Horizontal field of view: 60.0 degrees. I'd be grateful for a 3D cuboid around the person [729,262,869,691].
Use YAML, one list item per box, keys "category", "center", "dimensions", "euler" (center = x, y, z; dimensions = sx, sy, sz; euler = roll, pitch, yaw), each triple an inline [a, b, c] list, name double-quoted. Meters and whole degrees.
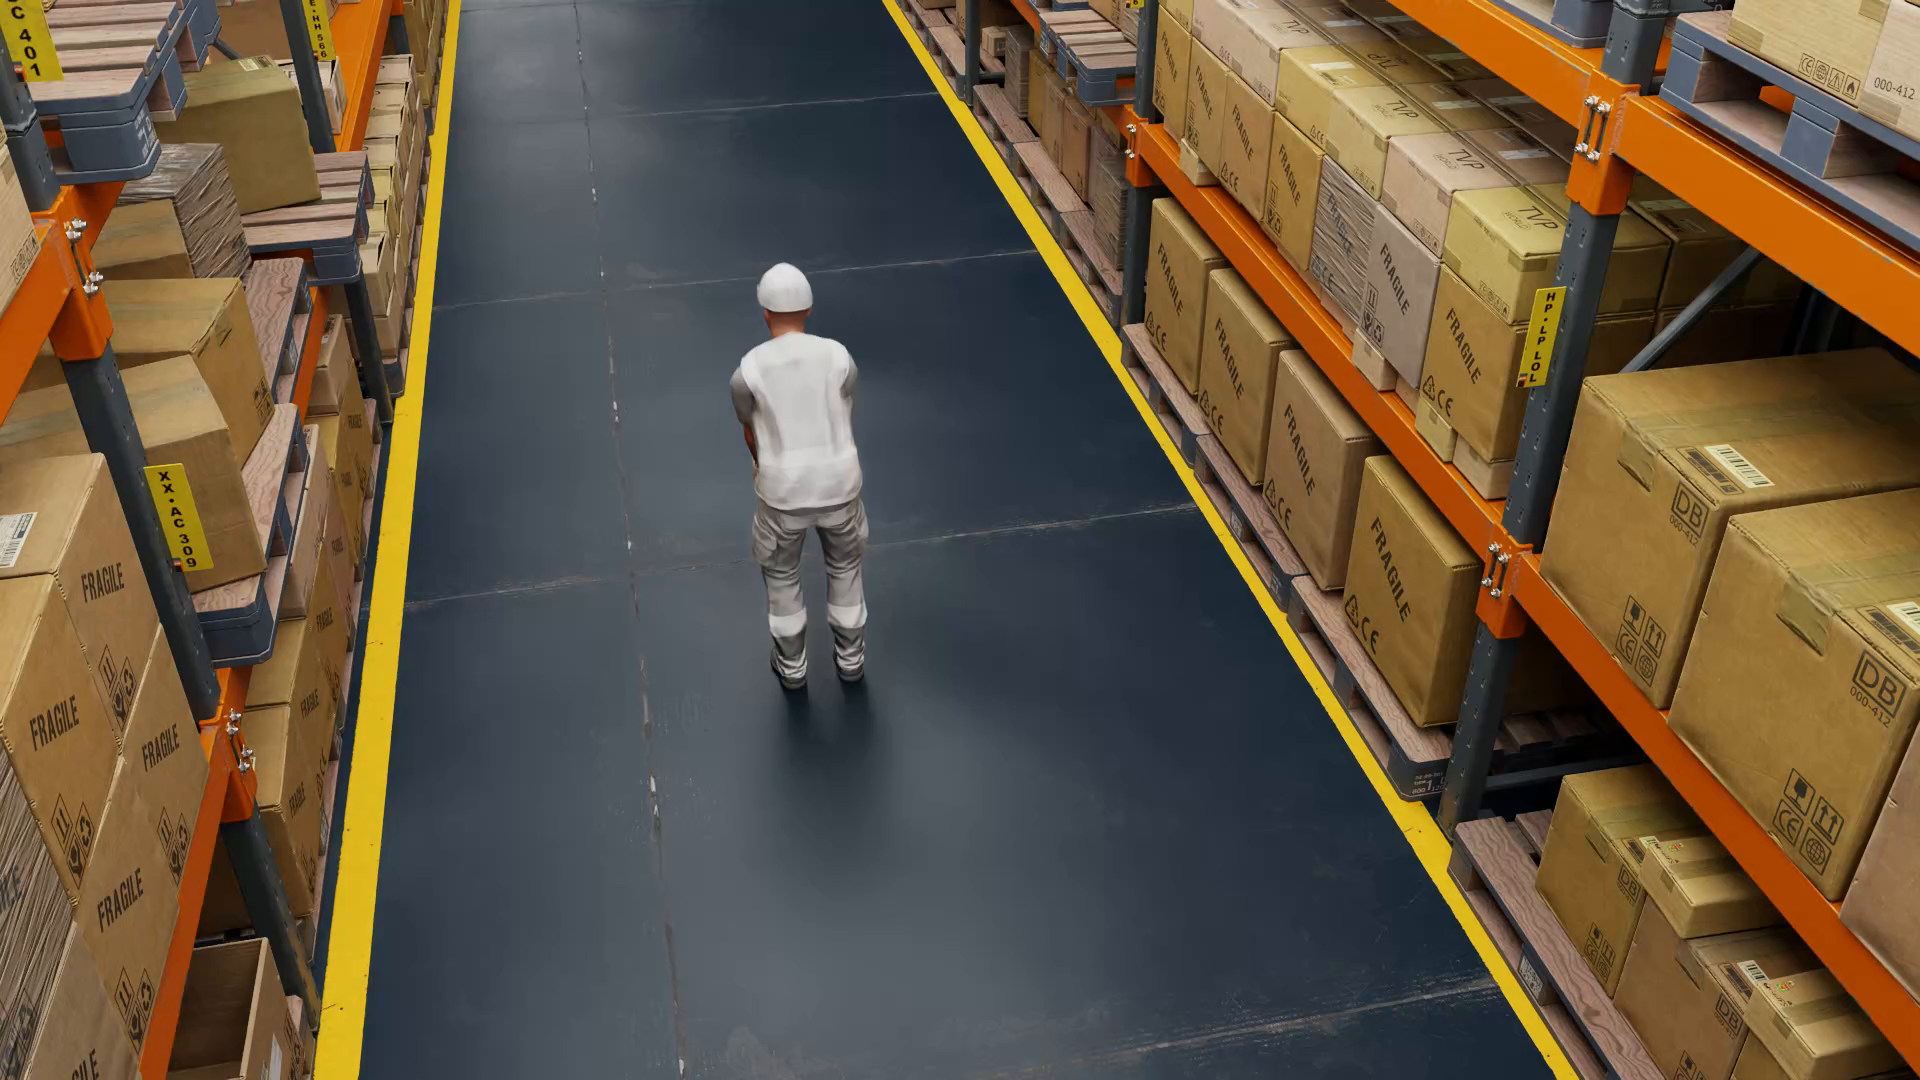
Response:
- category: "person"
  center: [-0.622, -0.234, 6.505]
  dimensions: [0.489, 1.745, 0.592]
  euler: [-8, 35, -11]
